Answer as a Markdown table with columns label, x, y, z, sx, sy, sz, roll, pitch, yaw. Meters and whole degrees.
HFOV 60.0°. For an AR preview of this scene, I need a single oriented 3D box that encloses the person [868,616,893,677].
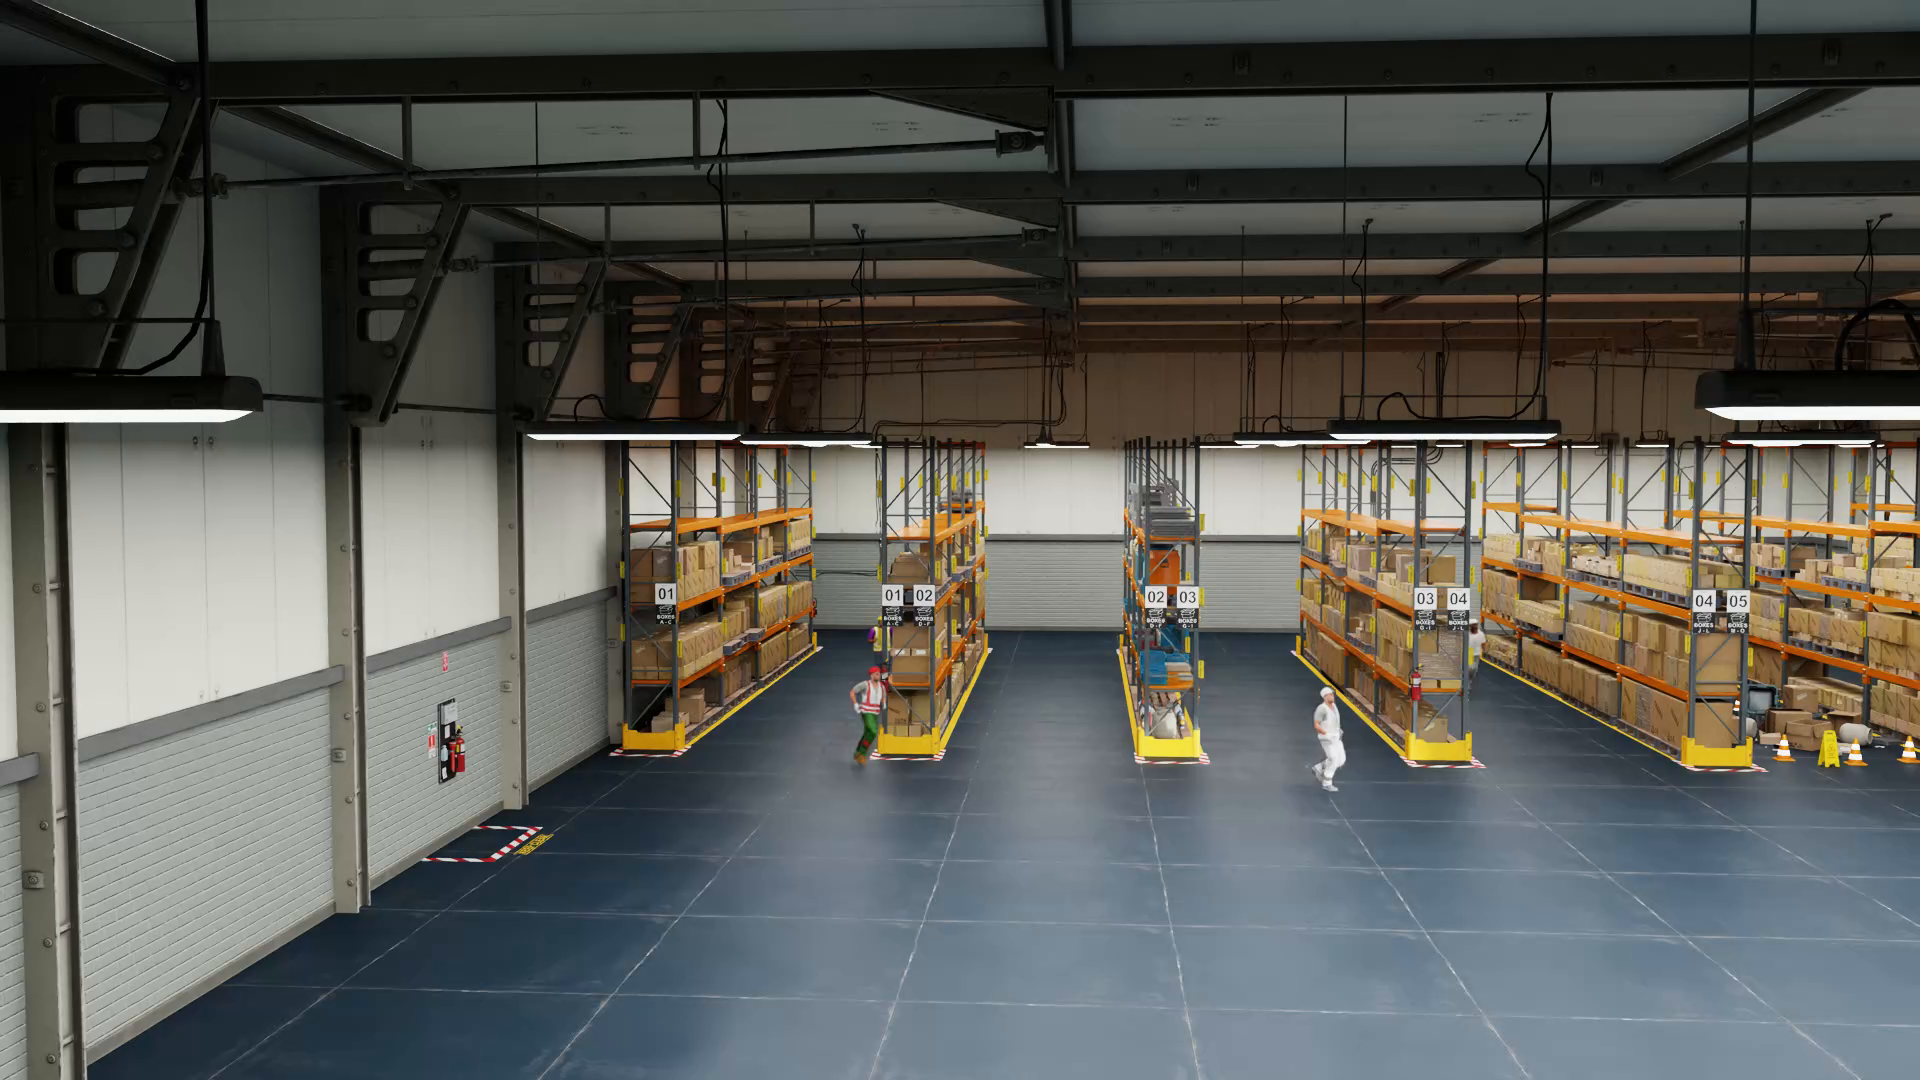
| label | x | y | z | sx | sy | sz | roll | pitch | yaw |
| --- | --- | --- | --- | --- | --- | --- | --- | --- | --- |
| person | -1.868 | 2.696 | 39.752 | 0.679 | 1.808 | 0.833 | 0 | 3 | -2 |

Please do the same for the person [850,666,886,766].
| label | x | y | z | sx | sy | sz | roll | pitch | yaw |
| --- | --- | --- | --- | --- | --- | --- | --- | --- | --- |
| person | -1.625 | 3.213 | 30.546 | 0.678 | 1.773 | 0.664 | -3 | 4 | -45 |

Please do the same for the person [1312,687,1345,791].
| label | x | y | z | sx | sy | sz | roll | pitch | yaw |
| --- | --- | --- | --- | --- | --- | --- | --- | --- | --- |
| person | 6.204 | 3.350 | 28.091 | 0.560 | 1.748 | 0.656 | 3 | 4 | 40 |

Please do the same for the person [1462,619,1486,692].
| label | x | y | z | sx | sy | sz | roll | pitch | yaw |
| --- | --- | --- | --- | --- | --- | --- | --- | --- | --- |
| person | 12.224 | 2.736 | 39.662 | 0.608 | 1.742 | 0.793 | 0 | 3 | -9 |

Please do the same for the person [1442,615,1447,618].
| label | x | y | z | sx | sy | sz | roll | pitch | yaw |
| --- | --- | --- | --- | --- | --- | --- | --- | --- | --- |
| person | 13.010 | 2.533 | 44.076 | 0.575 | 1.709 | 0.901 | 1 | 3 | 15 |
